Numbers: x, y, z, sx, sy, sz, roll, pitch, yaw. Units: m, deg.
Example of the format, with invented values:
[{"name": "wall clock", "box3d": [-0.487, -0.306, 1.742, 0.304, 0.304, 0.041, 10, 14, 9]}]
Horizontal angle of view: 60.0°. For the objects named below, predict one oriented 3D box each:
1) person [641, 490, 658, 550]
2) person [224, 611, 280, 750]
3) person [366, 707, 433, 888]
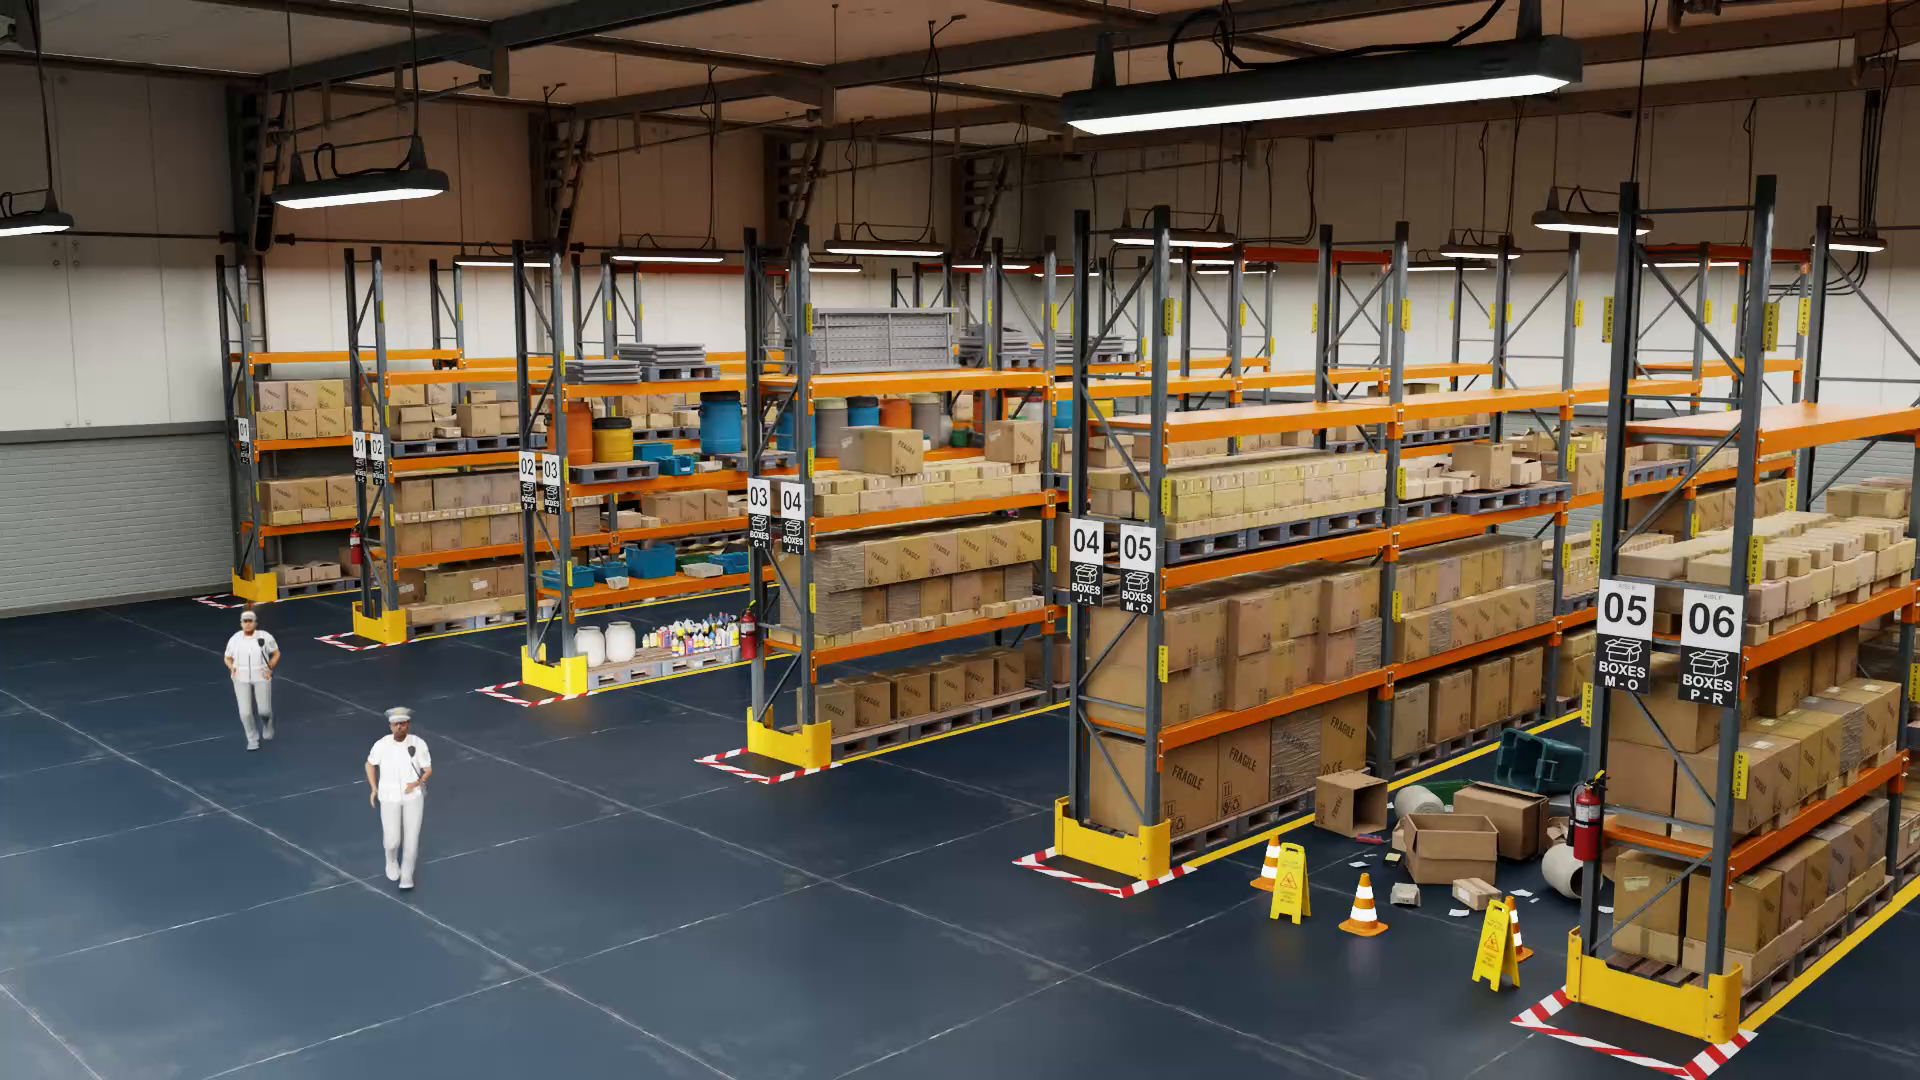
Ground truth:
[{"name": "person", "box3d": [-5.860, -0.117, 31.531, 0.561, 1.678, 0.620, 6, 10, 36]}, {"name": "person", "box3d": [-8.242, 1.633, 19.357, 0.597, 1.618, 0.518, -2, 8, -17]}, {"name": "person", "box3d": [-4.917, 2.281, 14.617, 0.560, 1.652, 0.559, -3, 9, -19]}]
